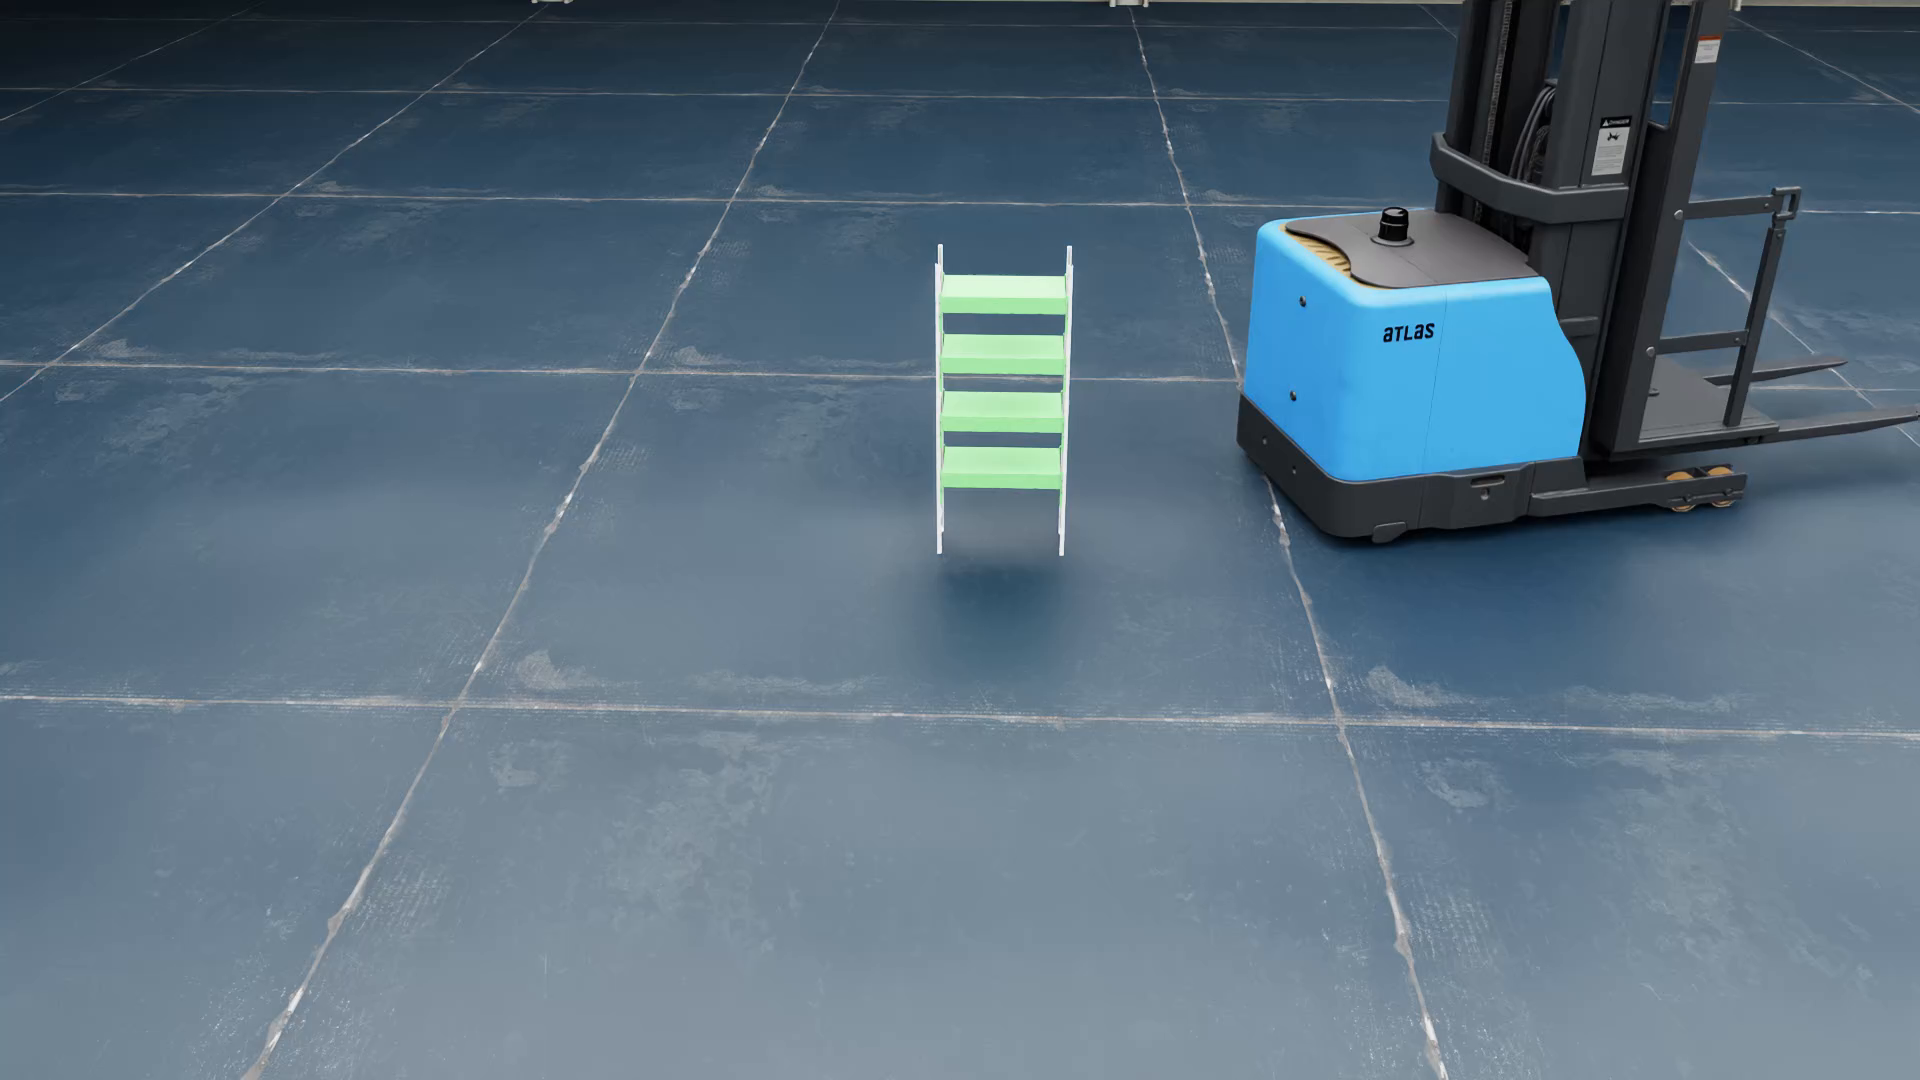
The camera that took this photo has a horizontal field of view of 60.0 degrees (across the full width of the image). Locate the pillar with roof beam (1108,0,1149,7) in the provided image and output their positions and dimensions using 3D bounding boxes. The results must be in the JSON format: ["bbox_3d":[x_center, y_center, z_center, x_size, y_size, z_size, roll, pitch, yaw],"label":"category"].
[{"bbox_3d":[1.592,-7.516,11.320,0.400,9.000,9.100,1,28,2],"label":"pillar with roof beam"}]

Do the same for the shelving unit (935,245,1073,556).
[{"bbox_3d":[0.165,-0.527,6.464,0.503,1.200,0.258,1,28,2],"label":"shelving unit"}]

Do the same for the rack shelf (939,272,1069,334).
[{"bbox_3d":[0.165,-0.895,6.269,0.480,0.148,0.258,1,28,2],"label":"rack shelf"}]

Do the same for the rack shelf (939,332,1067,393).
[{"bbox_3d":[0.165,-0.683,6.381,0.480,0.148,0.258,1,28,2],"label":"rack shelf"}]

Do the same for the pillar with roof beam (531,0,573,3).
[{"bbox_3d":[-4.404,-7.615,11.507,0.400,9.000,9.100,1,28,2],"label":"pillar with roof beam"}]

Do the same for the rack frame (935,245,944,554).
[{"bbox_3d":[-0.078,-0.531,6.471,0.015,1.200,0.240,1,28,2],"label":"rack frame"}]

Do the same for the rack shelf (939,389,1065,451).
[{"bbox_3d":[0.165,-0.471,6.494,0.480,0.148,0.258,1,28,2],"label":"rack shelf"}]

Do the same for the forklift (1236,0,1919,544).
[{"bbox_3d":[2.809,-1.643,6.721,3.031,2.935,1.130,-7,29,-13],"label":"forklift"}]

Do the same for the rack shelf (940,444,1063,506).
[{"bbox_3d":[0.165,-0.259,6.606,0.480,0.148,0.258,1,28,2],"label":"rack shelf"}]

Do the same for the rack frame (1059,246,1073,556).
[{"bbox_3d":[0.409,-0.523,6.456,0.015,1.200,0.240,1,28,2],"label":"rack frame"}]

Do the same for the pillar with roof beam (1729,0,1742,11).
[{"bbox_3d":[7.588,-7.416,11.133,0.400,9.000,9.100,1,28,2],"label":"pillar with roof beam"}]
